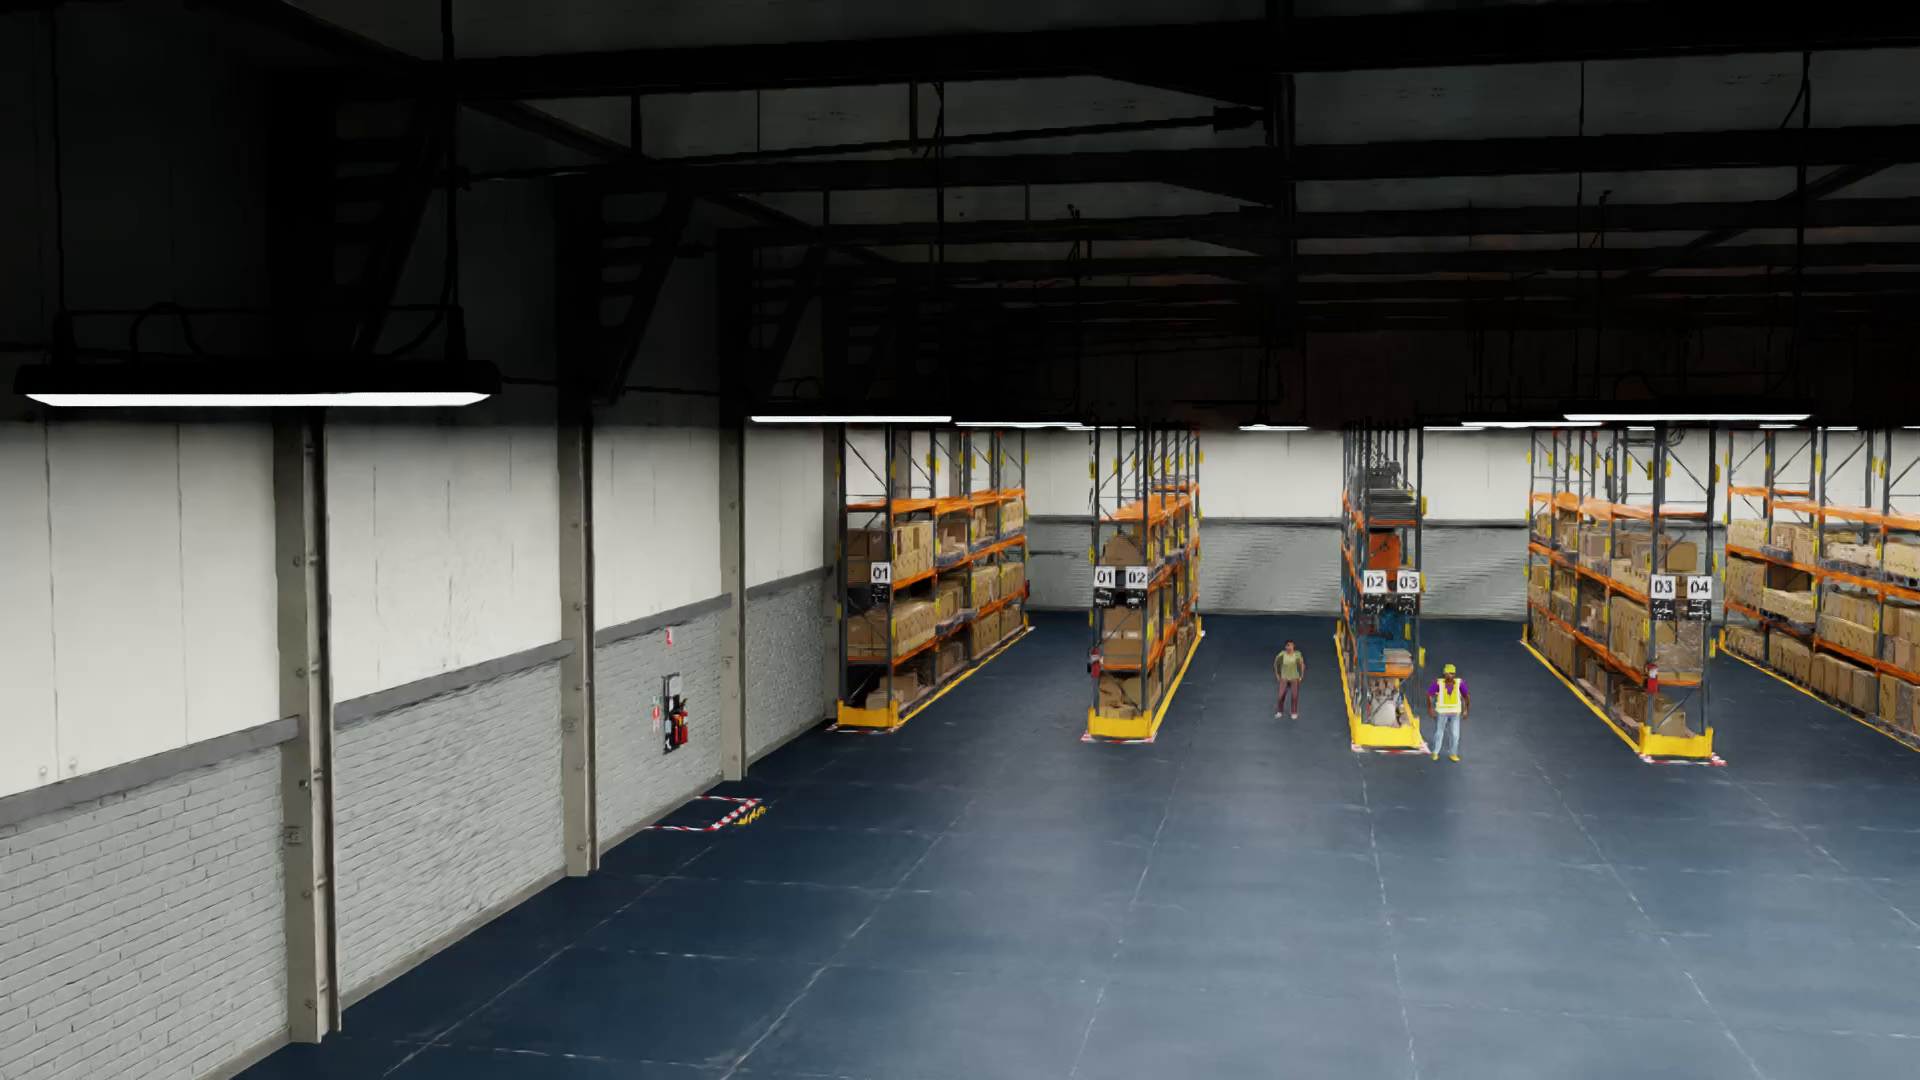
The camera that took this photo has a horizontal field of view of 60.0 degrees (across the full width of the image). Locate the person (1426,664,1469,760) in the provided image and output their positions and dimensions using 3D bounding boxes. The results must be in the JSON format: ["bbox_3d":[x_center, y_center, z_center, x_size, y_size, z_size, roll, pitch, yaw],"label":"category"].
[{"bbox_3d":[8.489,2.995,28.943,0.719,1.714,0.572,1,4,10],"label":"person"}]

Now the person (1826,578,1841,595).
[{"bbox_3d":[24.201,1.861,46.287,0.690,1.711,0.510,-2,4,-29],"label":"person"}]

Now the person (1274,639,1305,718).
[{"bbox_3d":[6.580,2.763,33.246,0.598,1.619,0.507,1,4,9],"label":"person"}]
